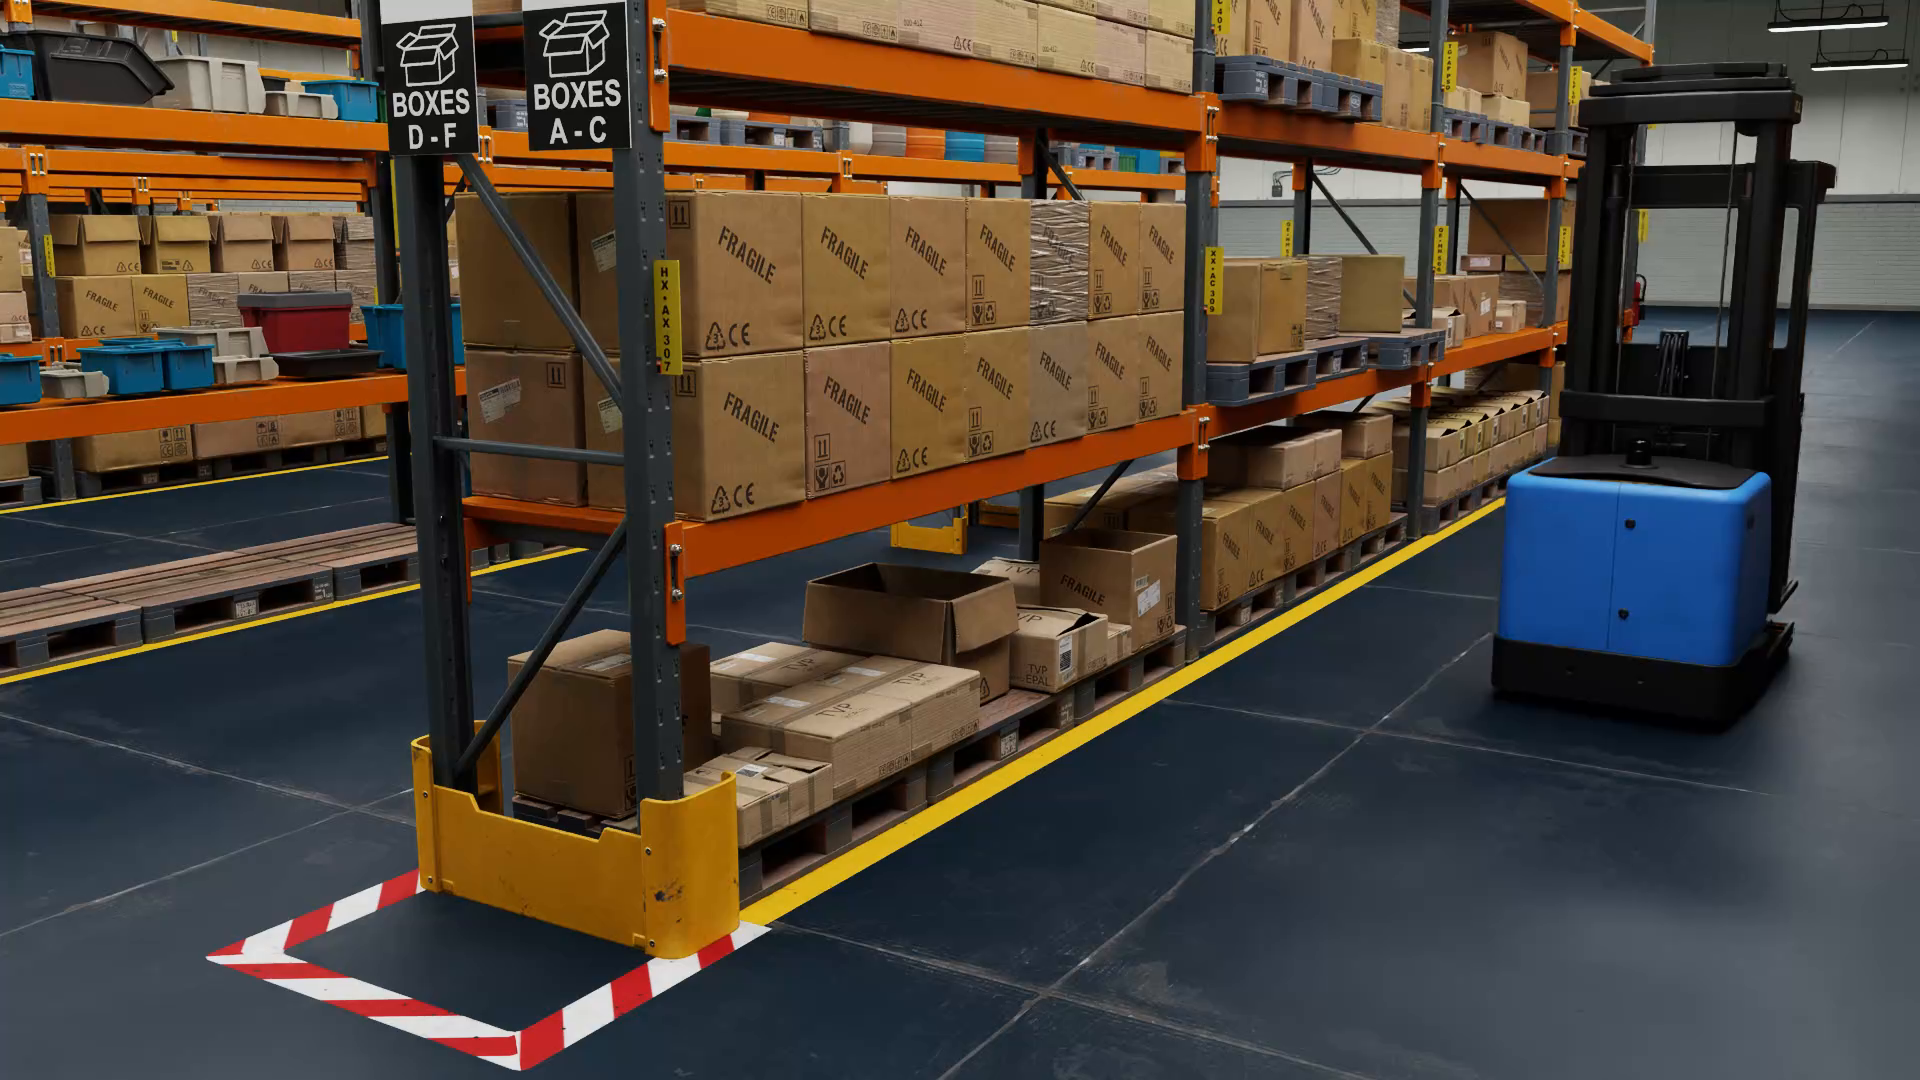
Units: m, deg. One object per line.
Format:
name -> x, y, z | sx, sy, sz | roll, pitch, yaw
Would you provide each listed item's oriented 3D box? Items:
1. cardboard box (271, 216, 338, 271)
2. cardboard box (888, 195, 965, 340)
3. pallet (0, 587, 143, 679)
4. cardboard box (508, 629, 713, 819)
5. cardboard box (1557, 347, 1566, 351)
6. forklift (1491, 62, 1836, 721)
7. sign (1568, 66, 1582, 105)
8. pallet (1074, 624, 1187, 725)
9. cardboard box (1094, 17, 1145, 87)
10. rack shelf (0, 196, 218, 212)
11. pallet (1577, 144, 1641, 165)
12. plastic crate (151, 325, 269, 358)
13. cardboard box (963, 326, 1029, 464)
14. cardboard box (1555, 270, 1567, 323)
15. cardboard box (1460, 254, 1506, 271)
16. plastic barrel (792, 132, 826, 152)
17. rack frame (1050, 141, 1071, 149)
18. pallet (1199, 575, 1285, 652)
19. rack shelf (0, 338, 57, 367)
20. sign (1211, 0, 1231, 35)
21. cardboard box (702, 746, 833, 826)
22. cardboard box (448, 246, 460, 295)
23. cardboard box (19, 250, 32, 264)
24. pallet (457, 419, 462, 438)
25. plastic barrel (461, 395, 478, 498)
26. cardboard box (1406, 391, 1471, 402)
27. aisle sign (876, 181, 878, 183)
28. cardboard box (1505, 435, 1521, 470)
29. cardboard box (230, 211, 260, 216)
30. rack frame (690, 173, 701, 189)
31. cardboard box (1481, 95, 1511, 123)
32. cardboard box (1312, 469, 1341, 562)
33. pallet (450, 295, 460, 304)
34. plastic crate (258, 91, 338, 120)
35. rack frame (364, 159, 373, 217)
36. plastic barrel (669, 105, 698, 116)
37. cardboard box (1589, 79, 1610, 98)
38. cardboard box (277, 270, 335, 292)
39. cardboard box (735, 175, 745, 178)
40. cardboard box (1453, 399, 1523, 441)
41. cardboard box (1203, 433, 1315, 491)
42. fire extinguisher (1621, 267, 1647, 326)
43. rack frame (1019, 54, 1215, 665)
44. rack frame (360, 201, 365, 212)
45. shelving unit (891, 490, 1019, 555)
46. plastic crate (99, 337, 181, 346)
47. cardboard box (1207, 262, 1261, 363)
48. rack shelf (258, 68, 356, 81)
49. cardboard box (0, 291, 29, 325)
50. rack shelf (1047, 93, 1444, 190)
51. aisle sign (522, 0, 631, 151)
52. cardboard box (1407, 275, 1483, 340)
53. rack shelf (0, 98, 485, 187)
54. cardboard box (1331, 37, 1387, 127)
cardboard box -> -6.351, -2.797, 15.659 | 0.797, 0.503, 0.637 | 7, 13, 32
cardboard box -> -0.321, -1.011, 6.131 | 0.500, 0.500, 0.500 | 7, 12, 31
pallet -> -5.076, 0.506, 8.594 | 1.003, 0.211, 1.213 | 6, 12, 31
cardboard box -> -1.234, 0.638, 5.905 | 0.500, 0.500, 0.500 | 6, 12, 31
cardboard box -> 6.470, -1.734, 17.270 | 0.500, 0.500, 0.500 | 6, 12, 31
forklift -> 3.727, -0.861, 8.505 | 1.130, 2.935, 3.031 | 7, 13, 32
sign -> 5.393, -3.985, 14.593 | 0.100, 0.325, 0.005 | 6, 12, 31
pallet -> 0.414, 0.584, 8.174 | 1.003, 0.211, 1.213 | 6, 12, 31
cardboard box -> 0.477, -2.115, 7.272 | 0.500, 0.250, 0.500 | 6, 12, 31
rack shelf -> -15.216, -5.955, 29.330 | 1.077, 0.370, 4.000 | 6, 12, 31
pallet -> 6.612, -4.104, 17.726 | 1.003, 0.211, 1.213 | 6, 12, 31
plastic crate -> -4.411, -1.117, 9.841 | 0.437, 0.282, 0.530 | 6, 12, 31
cardboard box -> -0.063, -0.598, 6.638 | 0.500, 0.500, 0.500 | 7, 12, 31
cardboard box -> 5.418, -2.355, 16.027 | 0.700, 0.500, 0.500 | 6, 12, 30
cardboard box -> 4.883, -2.584, 15.483 | 0.380, 0.149, 0.250 | 6, 12, 31
plastic barrel -> -1.299, -3.439, 14.357 | 0.294, 0.245, 0.294 | 0, 11, 0
rack frame -> 0.693, -5.575, 17.193 | 1.000, 3.000, 0.127 | 6, 12, 31
pallet -> 1.161, 0.345, 9.453 | 1.003, 0.211, 1.213 | 6, 12, 31
rack shelf -> -8.732, -1.173, 11.938 | 1.077, 0.370, 4.000 | 6, 12, 31
sign -> 1.239, -2.572, 7.899 | 0.100, 0.325, 0.005 | 6, 12, 31
cardboard box -> -0.665, 0.839, 5.740 | 0.380, 0.166, 0.250 | 6, 12, 31
cardboard box -> -5.371, -2.815, 17.339 | 0.500, 0.500, 0.500 | 5, 12, 24
cardboard box -> -10.200, -3.054, 17.957 | 0.380, 0.149, 0.250 | 6, 12, 31
pallet -> -5.210, -1.222, 17.825 | 1.003, 0.211, 1.213 | 6, 12, 31
plastic barrel -> -3.163, -0.627, 11.627 | 0.600, 0.901, 0.708 | 6, 12, 31
cardboard box -> 4.233, -1.163, 14.739 | 0.500, 0.311, 0.500 | 6, 12, 30
aisle sign -> -1.175, -4.987, 23.293 | 0.394, 0.787, 0.004 | 6, 12, 31
cardboard box -> 4.428, -0.754, 14.078 | 0.500, 0.250, 0.500 | 7, 13, 32
cardboard box -> -11.312, -4.860, 25.878 | 0.700, 0.500, 0.500 | 6, 12, 31
rack frame -> -3.540, -3.099, 20.273 | 1.000, 3.000, 0.127 | 6, 12, 31
cardboard box -> 4.314, -3.577, 13.938 | 0.500, 0.250, 0.500 | 5, 12, 25
cardboard box -> 2.027, -0.177, 10.259 | 0.500, 0.500, 0.500 | 6, 12, 29
pallet -> -5.338, -2.498, 17.583 | 1.213, 0.211, 1.003 | 6, 12, 31
plastic crate -> -3.796, -2.476, 9.510 | 0.293, 0.136, 0.466 | 6, 12, 31
rack frame -> -5.617, -2.470, 16.912 | 1.000, 3.000, 0.127 | 6, 12, 31
plastic barrel -> -2.175, -3.451, 12.491 | 0.433, 0.535, 0.433 | 0, 11, 0
cardboard box -> 5.887, -4.200, 16.196 | 0.797, 0.503, 0.637 | 8, 13, 37
cardboard box -> -6.192, -2.258, 15.508 | 0.500, 0.500, 0.500 | 6, 12, 29
cardboard box -> -2.817, -4.630, 20.705 | 0.500, 0.250, 0.500 | 6, 12, 30
cardboard box -> 4.433, -1.031, 14.032 | 0.500, 0.311, 0.500 | 6, 12, 31
cardboard box -> 1.750, -0.460, 9.736 | 0.500, 0.250, 0.500 | 6, 12, 31
fire extinguisher -> 7.460, -2.718, 18.444 | 0.296, 0.674, 0.183 | 6, 12, 31
rack frame -> 0.771, -0.894, 8.494 | 1.000, 3.000, 0.127 | 6, 12, 31
rack frame -> -9.933, -4.675, 28.690 | 1.000, 3.000, 0.127 | 6, 12, 31
shelving unit -> 0.040, -0.749, 11.795 | 0.587, 1.500, 1.083 | 6, 12, 31
plastic crate -> -4.690, -1.034, 9.530 | 0.416, 0.233, 0.300 | 6, 12, 31
cardboard box -> 1.208, -1.203, 8.730 | 0.700, 0.500, 0.500 | 2, 11, 12
rack shelf -> -8.765, -5.673, 20.759 | 1.077, 0.370, 4.000 | 6, 12, 31
cardboard box -> -7.699, -1.819, 13.034 | 0.500, 0.250, 0.500 | 6, 12, 30
rack shelf -> 1.809, -2.330, 9.964 | 1.077, 0.370, 4.000 | 6, 12, 31
aisle sign -> -1.090, -1.504, 4.687 | 0.394, 0.787, 0.004 | 6, 12, 31
cardboard box -> 3.978, -1.921, 13.705 | 0.500, 0.500, 0.500 | 6, 12, 31
rack shelf -> -4.499, -2.174, 9.134 | 1.077, 0.370, 4.000 | 6, 12, 31
cardboard box -> 2.115, -2.813, 10.320 | 0.910, 0.500, 0.500 | 6, 12, 31
